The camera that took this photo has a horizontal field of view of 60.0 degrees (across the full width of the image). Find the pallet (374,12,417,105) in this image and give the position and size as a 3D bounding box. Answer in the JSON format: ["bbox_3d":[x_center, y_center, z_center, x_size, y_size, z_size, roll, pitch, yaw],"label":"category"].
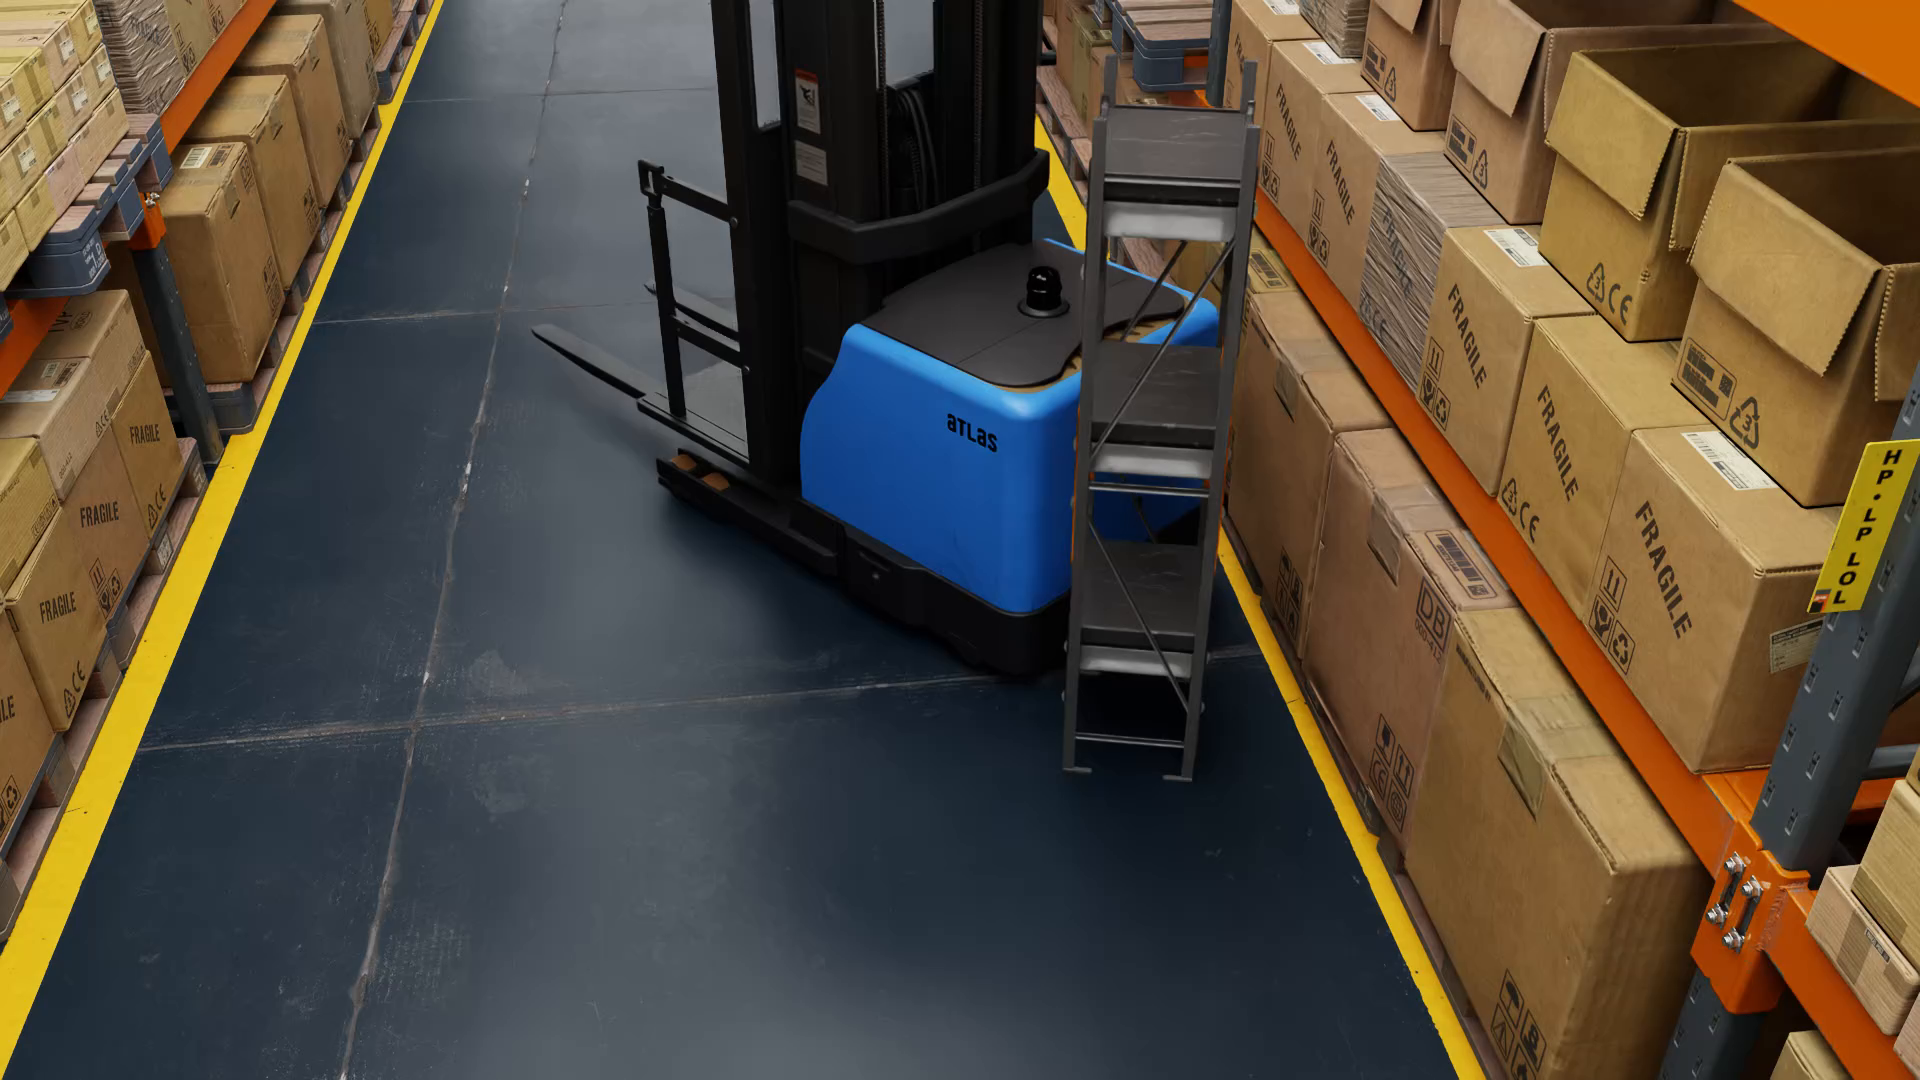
[{"bbox_3d":[-4.047,-3.041,10.525,1.003,0.211,1.213,-4,35,-6],"label":"pallet"}]

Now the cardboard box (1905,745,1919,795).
[{"bbox_3d":[1.793,0.298,2.353,0.500,0.500,0.500,-4,35,-6],"label":"cardboard box"}]

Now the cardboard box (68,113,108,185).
[{"bbox_3d":[-2.931,-1.222,5.229,0.380,0.149,0.250,-4,35,-7],"label":"cardboard box"}]

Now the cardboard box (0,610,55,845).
[{"bbox_3d":[-2.940,0.542,4.639,0.500,0.500,0.500,-4,34,-6],"label":"cardboard box"}]

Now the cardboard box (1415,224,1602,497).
[{"bbox_3d":[1.512,-0.468,4.184,0.500,0.500,0.500,-5,35,-7],"label":"cardboard box"}]

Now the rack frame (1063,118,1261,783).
[{"bbox_3d":[0.520,-0.134,4.582,0.400,2.100,0.015,4,35,6],"label":"rack frame"}]

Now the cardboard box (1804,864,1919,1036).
[{"bbox_3d":[1.692,0.676,2.818,0.380,0.149,0.250,-4,35,-6],"label":"cardboard box"}]

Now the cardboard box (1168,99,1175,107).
[{"bbox_3d":[1.243,-1.976,7.649,0.500,0.250,0.500,-1,34,-1],"label":"cardboard box"}]

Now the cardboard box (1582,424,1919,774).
[{"bbox_3d":[1.649,0.100,3.351,0.500,0.500,0.500,-4,35,-6],"label":"cardboard box"}]

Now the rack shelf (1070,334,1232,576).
[{"bbox_3d":[0.552,-0.259,4.790,0.431,0.518,0.480,4,35,6],"label":"rack shelf"}]

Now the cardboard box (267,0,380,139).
[{"bbox_3d":[-3.850,-2.668,9.126,1.050,0.750,0.750,-5,35,-7],"label":"cardboard box"}]

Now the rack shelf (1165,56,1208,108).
[{"bbox_3d":[1.175,-2.669,8.142,1.077,0.370,4.000,-4,35,-6],"label":"rack shelf"}]

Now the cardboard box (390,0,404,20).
[{"bbox_3d":[-4.163,-3.918,10.849,0.875,0.875,0.875,-4,34,-6],"label":"cardboard box"}]

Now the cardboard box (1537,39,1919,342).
[{"bbox_3d":[1.807,-0.814,3.801,0.797,0.503,0.637,-4,34,-6],"label":"cardboard box"}]

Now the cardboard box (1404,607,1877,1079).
[{"bbox_3d":[1.876,0.731,4.028,1.225,0.875,0.875,-4,35,-6],"label":"cardboard box"}]

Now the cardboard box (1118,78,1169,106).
[{"bbox_3d":[1.164,-1.996,8.344,0.700,0.500,0.500,-2,34,-2],"label":"cardboard box"}]

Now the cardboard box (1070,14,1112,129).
[{"bbox_3d":[1.013,-2.620,9.259,0.700,0.500,0.500,-5,35,-7],"label":"cardboard box"}]

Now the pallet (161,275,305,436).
[{"bbox_3d":[-3.516,-0.824,7.272,1.003,0.211,1.213,-4,35,-6],"label":"pallet"}]

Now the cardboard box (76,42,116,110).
[{"bbox_3d":[-2.967,-1.483,5.348,0.380,0.149,0.250,-4,34,-5],"label":"cardboard box"}]

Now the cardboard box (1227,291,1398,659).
[{"bbox_3d":[1.628,-0.261,5.484,1.225,0.875,0.875,-4,35,-6],"label":"cardboard box"}]

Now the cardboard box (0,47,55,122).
[{"bbox_3d":[-2.897,-1.321,4.847,0.380,0.149,0.250,-3,34,-5],"label":"cardboard box"}]

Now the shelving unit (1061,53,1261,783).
[{"bbox_3d":[0.552,-0.270,4.782,0.431,2.100,0.503,4,35,6],"label":"shelving unit"}]

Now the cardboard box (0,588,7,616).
[{"bbox_3d":[-2.922,0.236,4.421,0.500,0.250,0.500,-3,34,-5],"label":"cardboard box"}]

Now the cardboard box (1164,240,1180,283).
[{"bbox_3d":[1.334,-1.372,7.428,0.700,0.500,0.500,-6,35,-9],"label":"cardboard box"}]

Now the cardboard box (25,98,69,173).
[{"bbox_3d":[-2.891,-1.187,4.914,0.380,0.149,0.250,-4,34,-5],"label":"cardboard box"}]

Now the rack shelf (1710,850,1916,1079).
[{"bbox_3d":[2.251,1.795,1.591,1.077,0.370,4.000,-4,35,-6],"label":"rack shelf"}]

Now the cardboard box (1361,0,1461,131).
[{"bbox_3d":[1.611,-1.533,4.857,0.797,0.503,0.637,-4,34,-5],"label":"cardboard box"}]

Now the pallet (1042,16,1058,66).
[{"bbox_3d":[0.781,-3.302,10.908,1.003,0.211,1.213,-4,35,-6],"label":"pallet"}]

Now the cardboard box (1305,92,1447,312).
[{"bbox_3d":[1.384,-1.027,5.004,0.500,0.500,0.500,-5,35,-7],"label":"cardboard box"}]

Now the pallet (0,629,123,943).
[{"bbox_3d":[-3.220,0.737,4.982,1.003,0.211,1.213,-4,35,-6],"label":"pallet"}]

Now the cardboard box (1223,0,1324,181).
[{"bbox_3d":[1.240,-1.600,5.845,0.500,0.500,0.500,-3,34,-5],"label":"cardboard box"}]

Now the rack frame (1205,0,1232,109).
[{"bbox_3d":[1.444,-1.850,6.302,1.000,3.000,0.127,-4,35,-6],"label":"rack frame"}]

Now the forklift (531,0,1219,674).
[{"bbox_3d":[-0.535,-1.489,5.832,3.031,2.935,1.130,28,43,35],"label":"forklift"}]

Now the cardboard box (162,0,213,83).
[{"bbox_3d":[-3.349,-2.127,6.619,0.500,0.500,0.500,-5,35,-7],"label":"cardboard box"}]

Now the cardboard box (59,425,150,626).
[{"bbox_3d":[-3.071,-0.034,5.483,0.500,0.500,0.500,-3,34,-4],"label":"cardboard box"}]

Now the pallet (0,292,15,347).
[{"bbox_3d":[-3.178,-0.350,4.271,1.003,0.211,1.213,-4,35,-6],"label":"pallet"}]

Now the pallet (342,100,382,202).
[{"bbox_3d":[-3.844,-2.186,9.270,1.003,0.211,1.213,-4,35,-6],"label":"pallet"}]

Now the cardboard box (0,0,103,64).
[{"bbox_3d":[-2.964,-1.608,5.268,0.380,0.149,0.250,-6,35,-8],"label":"cardboard box"}]

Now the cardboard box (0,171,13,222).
[{"bbox_3d":[-2.827,-0.908,4.505,0.380,0.149,0.250,-5,35,-7],"label":"cardboard box"}]

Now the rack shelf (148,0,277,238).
[{"bbox_3d":[-3.753,-2.350,7.673,1.077,0.370,4.000,-4,35,-6],"label":"rack shelf"}]

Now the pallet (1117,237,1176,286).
[{"bbox_3d":[1.340,-1.134,7.727,1.003,0.211,1.213,-4,35,-6],"label":"pallet"}]

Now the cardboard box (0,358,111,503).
[{"bbox_3d":[-3.054,-0.339,5.264,0.500,0.250,0.500,-4,34,-6],"label":"cardboard box"}]

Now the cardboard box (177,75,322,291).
[{"bbox_3d":[-3.598,-1.609,7.573,1.050,0.750,0.750,-4,34,-6],"label":"cardboard box"}]

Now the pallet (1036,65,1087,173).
[{"bbox_3d":[1.012,-2.496,9.725,1.003,0.211,1.213,-4,35,-6],"label":"pallet"}]

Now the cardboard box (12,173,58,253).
[{"bbox_3d":[-2.866,-0.939,4.814,0.380,0.149,0.250,-5,35,-7],"label":"cardboard box"}]

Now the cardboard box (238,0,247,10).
[{"bbox_3d":[-3.481,-2.687,7.440,0.500,0.500,0.500,-5,35,-7],"label":"cardboard box"}]

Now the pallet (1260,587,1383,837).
[{"bbox_3d":[1.636,0.427,5.436,1.003,0.211,1.213,-4,35,-6],"label":"pallet"}]

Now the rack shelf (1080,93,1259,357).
[{"bbox_3d":[0.552,-0.838,4.396,0.431,0.518,0.480,4,35,6],"label":"rack shelf"}]

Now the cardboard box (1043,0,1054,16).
[{"bbox_3d":[0.807,-3.768,10.963,0.500,0.500,0.500,6,35,9],"label":"cardboard box"}]
